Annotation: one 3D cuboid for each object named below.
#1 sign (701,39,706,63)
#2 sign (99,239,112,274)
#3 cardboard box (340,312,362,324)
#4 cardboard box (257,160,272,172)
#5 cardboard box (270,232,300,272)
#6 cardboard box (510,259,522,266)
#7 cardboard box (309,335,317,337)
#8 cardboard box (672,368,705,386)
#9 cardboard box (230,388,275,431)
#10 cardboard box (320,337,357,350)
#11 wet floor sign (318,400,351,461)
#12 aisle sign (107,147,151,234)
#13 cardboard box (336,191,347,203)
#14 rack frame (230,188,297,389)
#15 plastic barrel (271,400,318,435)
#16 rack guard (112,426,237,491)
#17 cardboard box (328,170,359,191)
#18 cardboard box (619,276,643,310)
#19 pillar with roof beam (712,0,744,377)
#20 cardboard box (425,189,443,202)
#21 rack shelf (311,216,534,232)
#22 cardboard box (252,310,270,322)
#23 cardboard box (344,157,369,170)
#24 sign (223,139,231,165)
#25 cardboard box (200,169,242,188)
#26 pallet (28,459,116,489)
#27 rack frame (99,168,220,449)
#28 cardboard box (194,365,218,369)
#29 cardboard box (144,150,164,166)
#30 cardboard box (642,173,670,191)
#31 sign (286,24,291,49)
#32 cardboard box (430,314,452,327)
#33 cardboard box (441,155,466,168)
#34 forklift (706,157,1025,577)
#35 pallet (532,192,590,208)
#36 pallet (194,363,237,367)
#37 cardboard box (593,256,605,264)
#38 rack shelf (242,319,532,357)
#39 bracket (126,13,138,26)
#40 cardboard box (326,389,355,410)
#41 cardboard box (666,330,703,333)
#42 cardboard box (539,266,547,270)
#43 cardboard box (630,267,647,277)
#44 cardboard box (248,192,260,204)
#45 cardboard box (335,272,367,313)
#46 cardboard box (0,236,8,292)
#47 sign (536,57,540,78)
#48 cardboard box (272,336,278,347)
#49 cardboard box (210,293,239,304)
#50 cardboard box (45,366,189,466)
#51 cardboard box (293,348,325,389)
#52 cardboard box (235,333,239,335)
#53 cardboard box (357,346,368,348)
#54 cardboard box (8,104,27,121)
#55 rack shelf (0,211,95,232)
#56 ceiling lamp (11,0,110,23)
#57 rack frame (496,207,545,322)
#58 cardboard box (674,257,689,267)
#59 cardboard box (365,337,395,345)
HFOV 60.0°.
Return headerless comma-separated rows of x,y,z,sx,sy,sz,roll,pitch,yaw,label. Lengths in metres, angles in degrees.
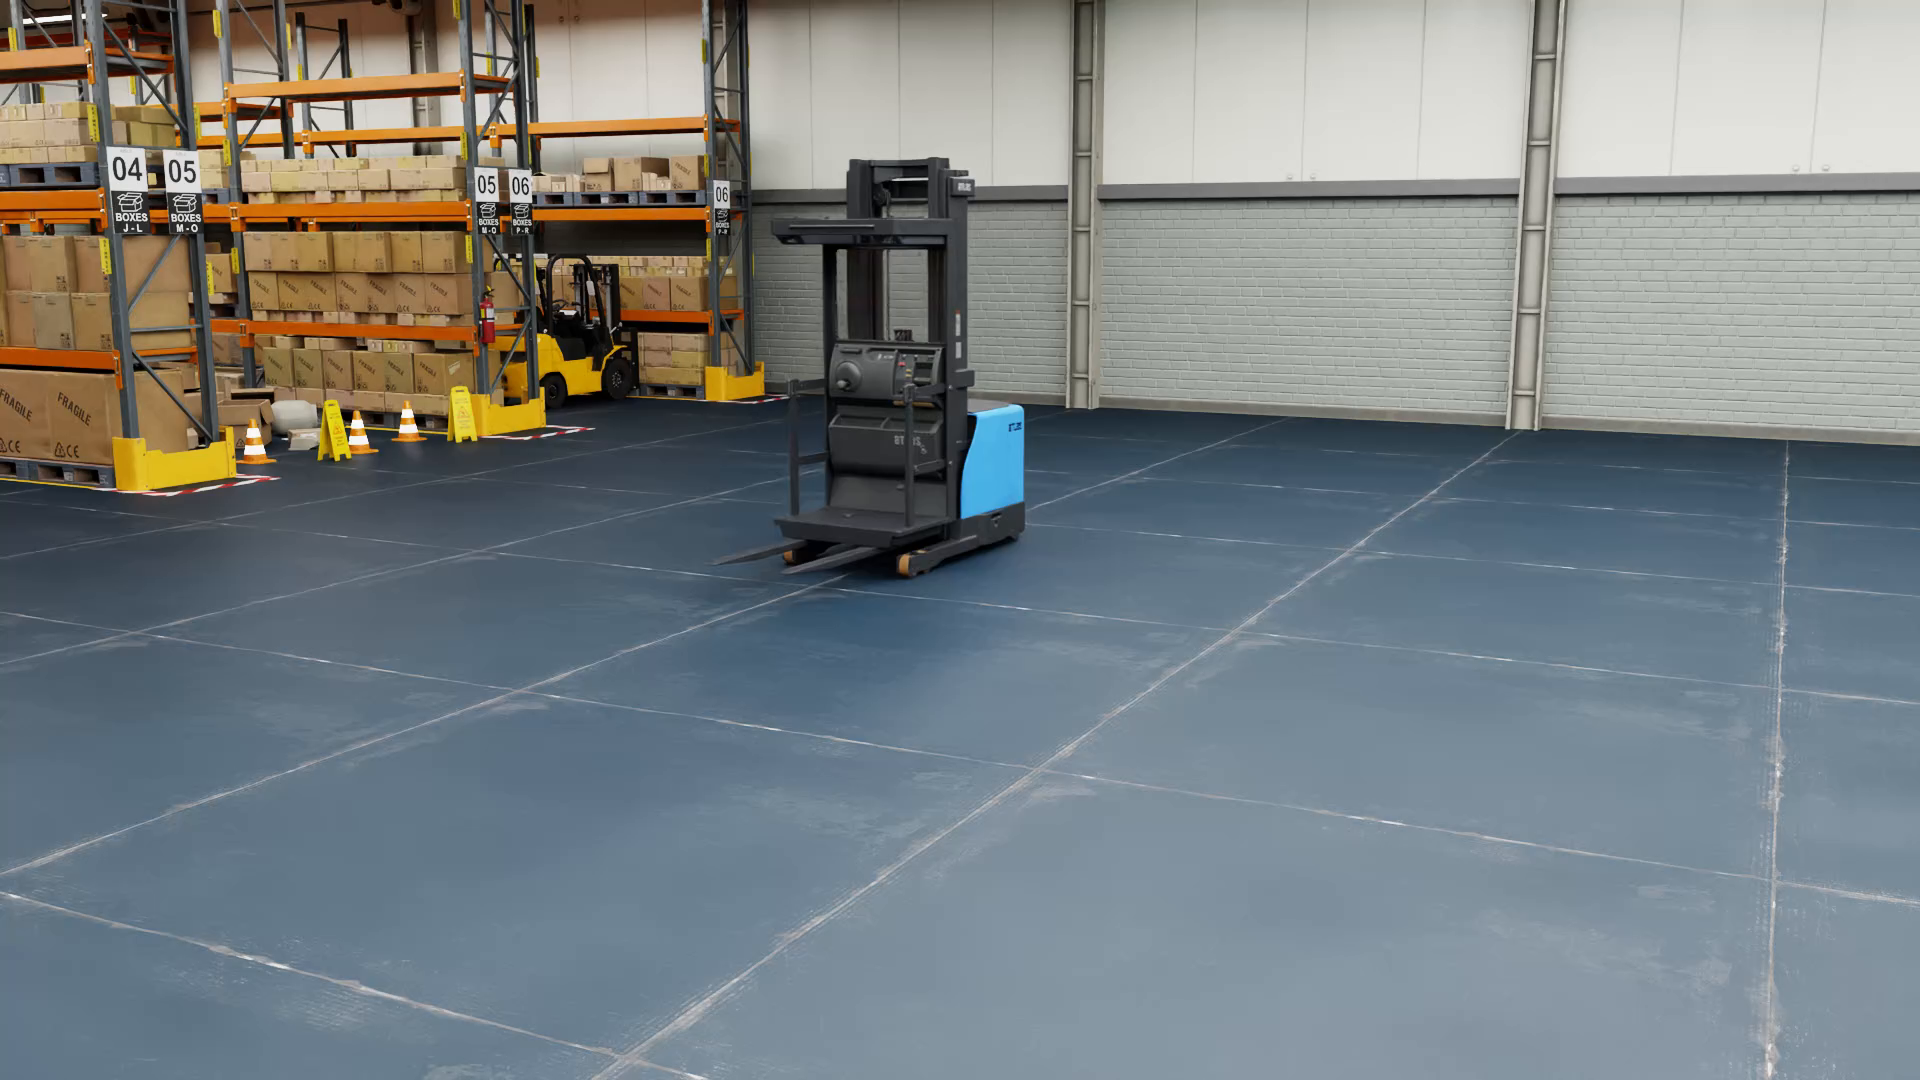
-3.666,-6.999,23.787,0.005,0.325,0.100,5,11,26,sign
-7.959,-2.643,15.493,0.005,0.325,0.100,5,11,26,sign
-7.672,-2.838,21.195,0.250,0.149,0.380,5,11,26,cardboard box
-8.809,-4.808,21.415,0.250,0.149,0.380,5,12,28,cardboard box
-8.446,-3.730,21.494,0.500,0.500,0.700,5,11,26,cardboard box
-6.846,-4.391,26.132,0.250,0.149,0.380,5,12,27,cardboard box
-11.143,-3.558,28.486,0.250,0.149,0.380,4,11,23,cardboard box
-3.975,-2.474,25.017,0.500,0.250,0.500,5,11,26,cardboard box
-8.835,-1.625,20.799,0.500,0.500,0.500,-4,11,-23,cardboard box
-7.994,-2.527,21.387,0.250,0.149,0.380,6,12,29,cardboard box
-6.804,-1.197,18.034,0.232,0.644,0.267,3,11,16,wet floor sign
-7.775,-3.268,15.563,0.004,0.787,0.394,5,11,26,aisle sign
-7.638,-4.322,20.973,0.250,0.149,0.380,5,11,26,cardboard box
-9.193,-3.156,22.244,0.127,3.000,1.000,5,11,26,rack frame
-8.129,-1.494,20.295,0.512,0.421,0.421,-4,11,-23,plastic barrel
-7.684,-0.810,16.302,0.348,0.500,1.175,5,11,26,rack guard
-7.556,-4.506,20.866,0.500,0.250,0.500,5,11,26,cardboard box
-4.892,-3.762,25.314,0.500,0.500,0.500,5,11,25,cardboard box
-5.544,-6.097,21.649,0.400,9.000,9.100,5,11,26,pillar with roof beam
-6.288,-4.191,20.245,0.250,0.149,0.380,5,11,26,cardboard box
-8.794,-5.228,27.293,4.000,0.370,1.077,5,11,26,rack shelf
-9.053,-2.956,21.846,0.250,0.149,0.380,5,11,26,cardboard box
-7.430,-4.680,20.711,0.250,0.149,0.380,5,12,27,cardboard box
-9.436,-4.991,21.404,0.005,0.325,0.100,5,11,26,sign
-9.781,-4.787,22.079,0.500,0.250,0.500,5,11,25,cardboard box
-8.458,-0.720,16.617,1.213,0.211,1.003,5,11,26,pallet
-7.706,-2.042,16.090,0.127,3.000,1.000,5,11,26,rack frame
-10.935,-2.221,23.278,0.625,0.372,0.950,5,12,28,cardboard box
-7.872,-3.728,16.231,0.250,0.149,0.380,5,11,26,cardboard box
-4.518,-5.336,24.785,0.258,0.266,0.396,5,11,26,cardboard box
-8.937,-6.691,22.090,0.005,0.325,0.100,5,11,26,sign
-6.313,-2.714,20.511,0.250,0.149,0.380,5,11,25,cardboard box
-6.040,-4.565,20.073,0.250,0.149,0.380,5,11,26,cardboard box
-0.653,-1.268,12.009,1.130,2.935,3.031,6,12,29,forklift
-6.224,-5.318,26.018,1.213,0.211,1.003,5,11,26,pallet
-13.429,-3.149,30.036,1.213,0.211,1.003,5,11,26,pallet
-5.424,-4.285,25.548,0.250,0.149,0.380,5,11,26,cardboard box
-7.400,-2.644,21.437,4.000,0.370,1.077,5,11,26,rack shelf
-14.930,-9.477,30.220,0.430,0.232,0.235,5,11,26,bracket
-7.823,-1.838,21.505,0.500,0.250,0.500,5,11,25,cardboard box
-4.210,-3.086,25.593,0.500,0.250,0.500,5,11,26,cardboard box
-6.352,-4.214,25.988,0.250,0.149,0.380,5,11,26,cardboard box
-4.774,-4.065,25.165,0.250,0.149,0.380,5,11,24,cardboard box
-9.021,-4.444,21.643,0.250,0.149,0.380,5,11,25,cardboard box
-7.555,-3.158,21.140,0.500,0.500,0.500,5,11,26,cardboard box
-9.531,-2.798,16.814,0.500,0.550,0.875,5,11,26,cardboard box
-6.733,-7.525,26.473,0.005,0.325,0.100,5,11,26,sign
-11.506,-3.281,28.774,0.500,0.500,0.500,5,11,25,cardboard box
-9.777,-3.235,22.209,0.250,0.149,0.380,5,11,27,cardboard box
-8.343,-1.246,16.479,0.875,0.875,0.875,5,11,26,cardboard box
-8.299,-2.248,21.666,0.500,0.500,0.500,6,12,28,cardboard box
-12.517,-3.695,29.240,0.250,0.149,0.380,5,11,26,cardboard box
-7.629,-2.295,21.922,0.500,0.500,0.500,6,12,29,cardboard box
-8.844,-4.075,15.908,0.250,0.149,0.380,5,12,27,cardboard box
-14.574,-4.750,24.653,4.000,0.370,1.077,5,11,26,rack shelf
-14.396,-9.986,26.750,2.000,3.185,0.800,5,11,26,ceiling lamp
-7.001,-3.949,26.625,0.127,3.000,1.000,5,11,26,rack frame
-4.063,-4.157,24.841,0.250,0.149,0.380,5,11,26,cardboard box
-9.445,-3.200,27.980,0.625,0.625,0.875,5,12,28,cardboard box
